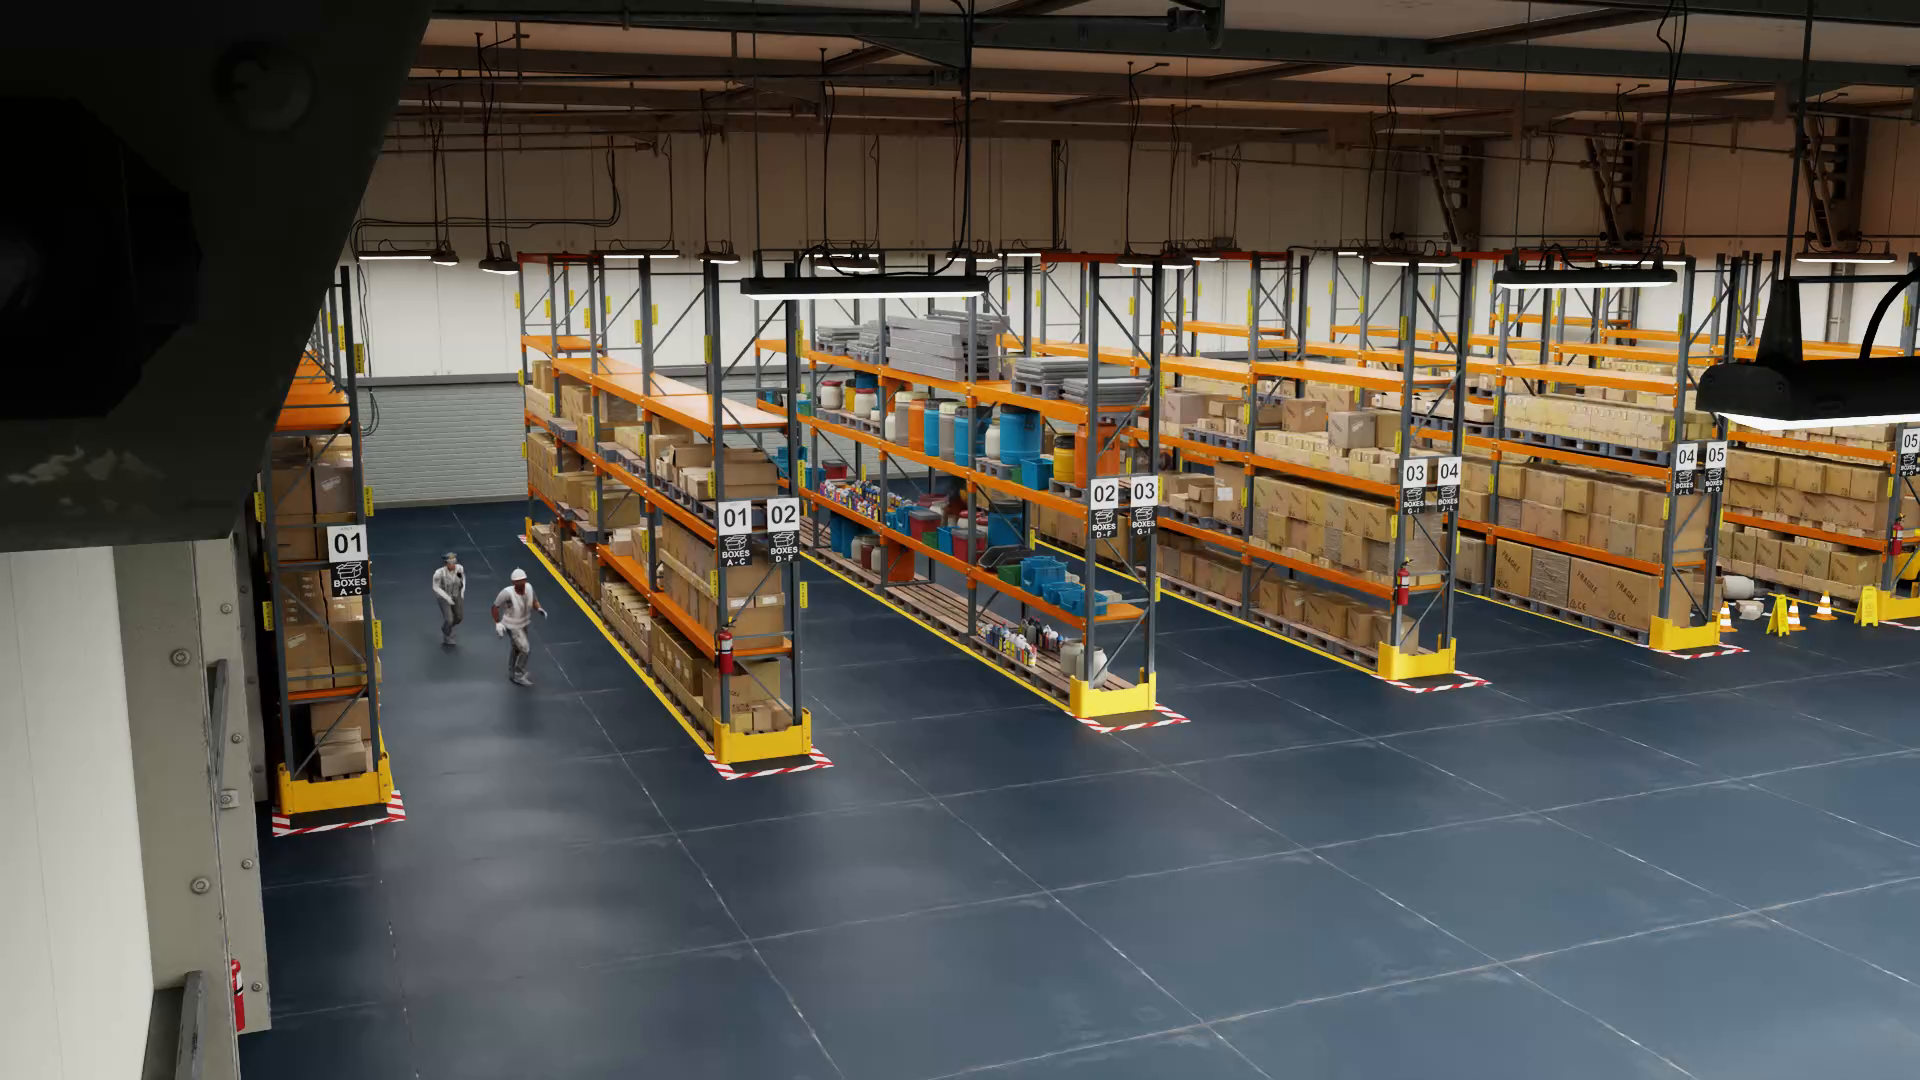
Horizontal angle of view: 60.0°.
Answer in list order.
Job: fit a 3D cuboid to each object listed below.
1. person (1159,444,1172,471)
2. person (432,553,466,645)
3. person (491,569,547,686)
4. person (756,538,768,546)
[{"bbox_3d":[4.468,-1.352,37.792,0.696,1.710,0.792,-5,12,-27],"label":"person"},{"bbox_3d":[-7.991,0.899,25.945,0.834,1.501,0.583,10,14,43],"label":"person"},{"bbox_3d":[-6.249,1.234,23.699,0.819,1.734,0.678,4,11,20],"label":"person"},{"bbox_3d":[-3.457,0.016,28.615,0.679,1.848,0.709,-8,13,-37],"label":"person"}]
